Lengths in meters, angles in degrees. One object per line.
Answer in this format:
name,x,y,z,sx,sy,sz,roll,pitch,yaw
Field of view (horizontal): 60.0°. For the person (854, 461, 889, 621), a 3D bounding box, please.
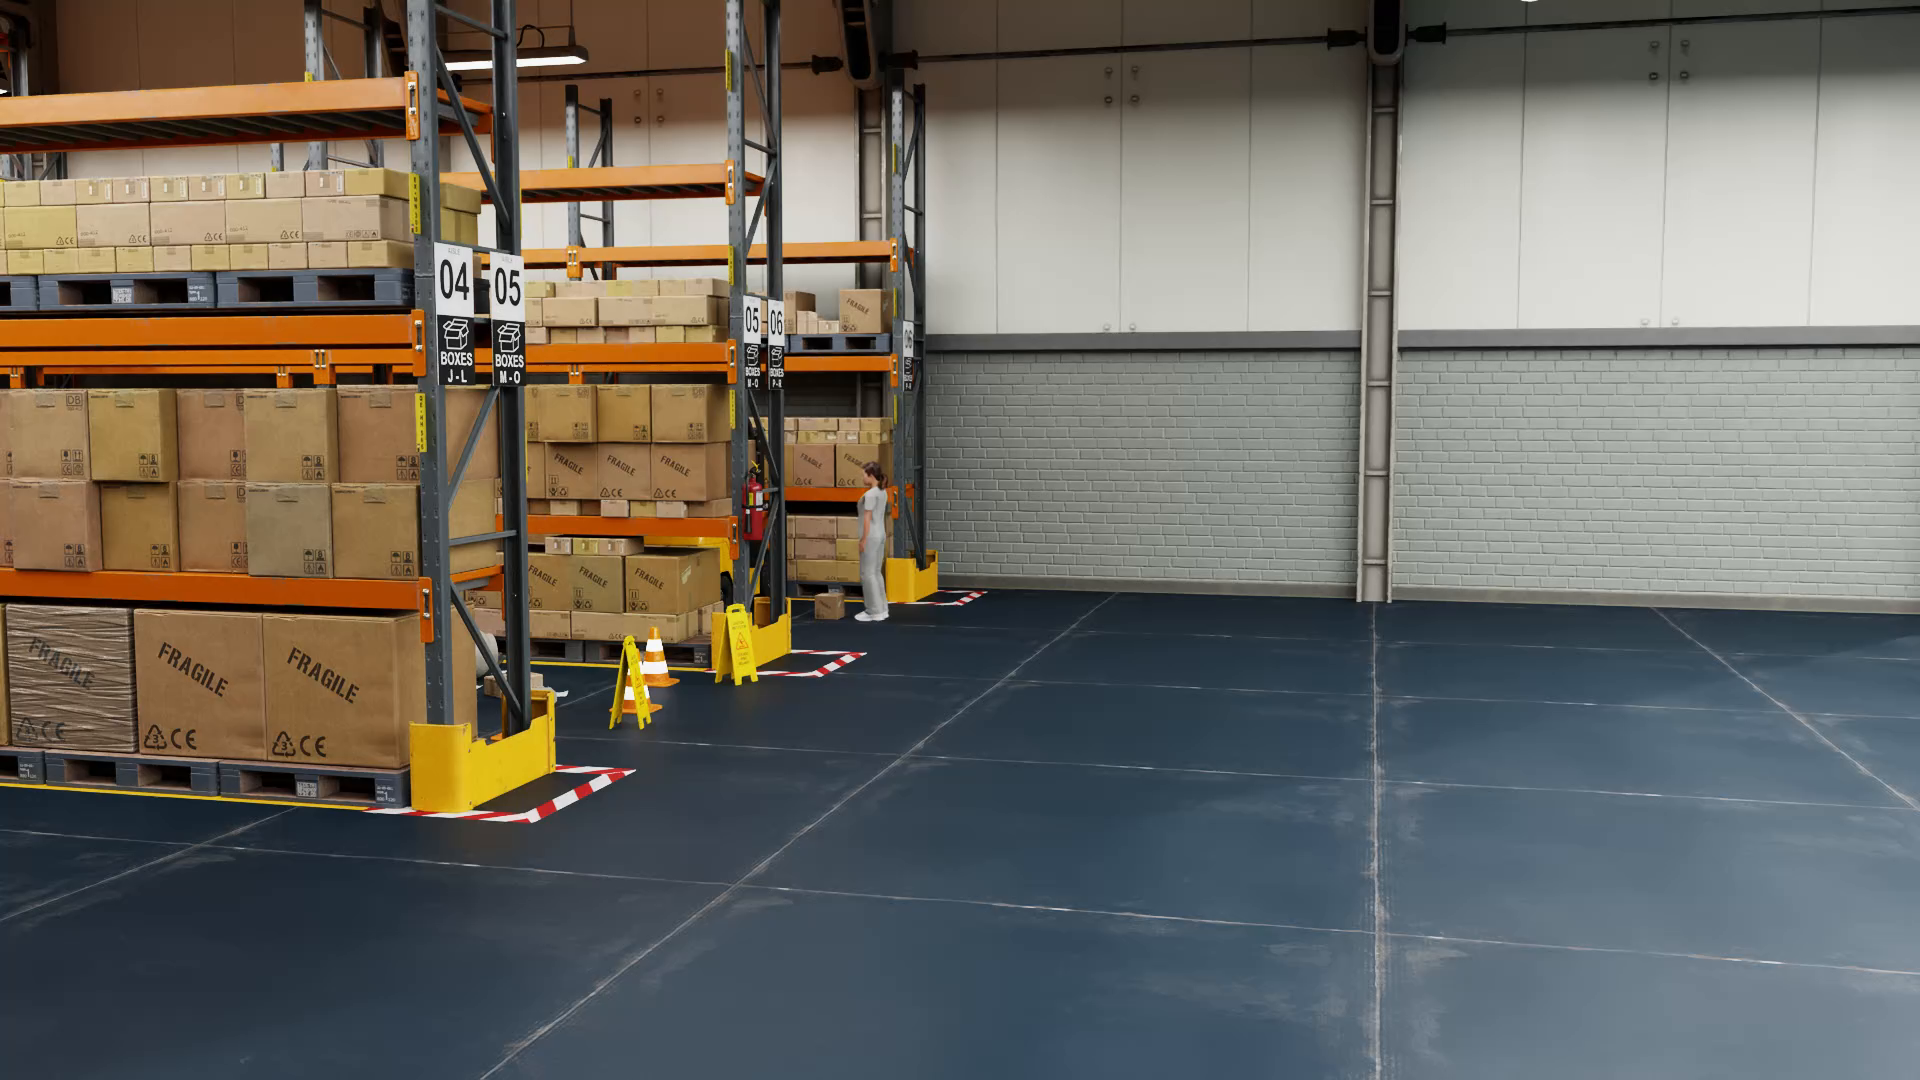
person,-0.914,0.009,17.487,0.363,1.672,0.439,1,5,15
